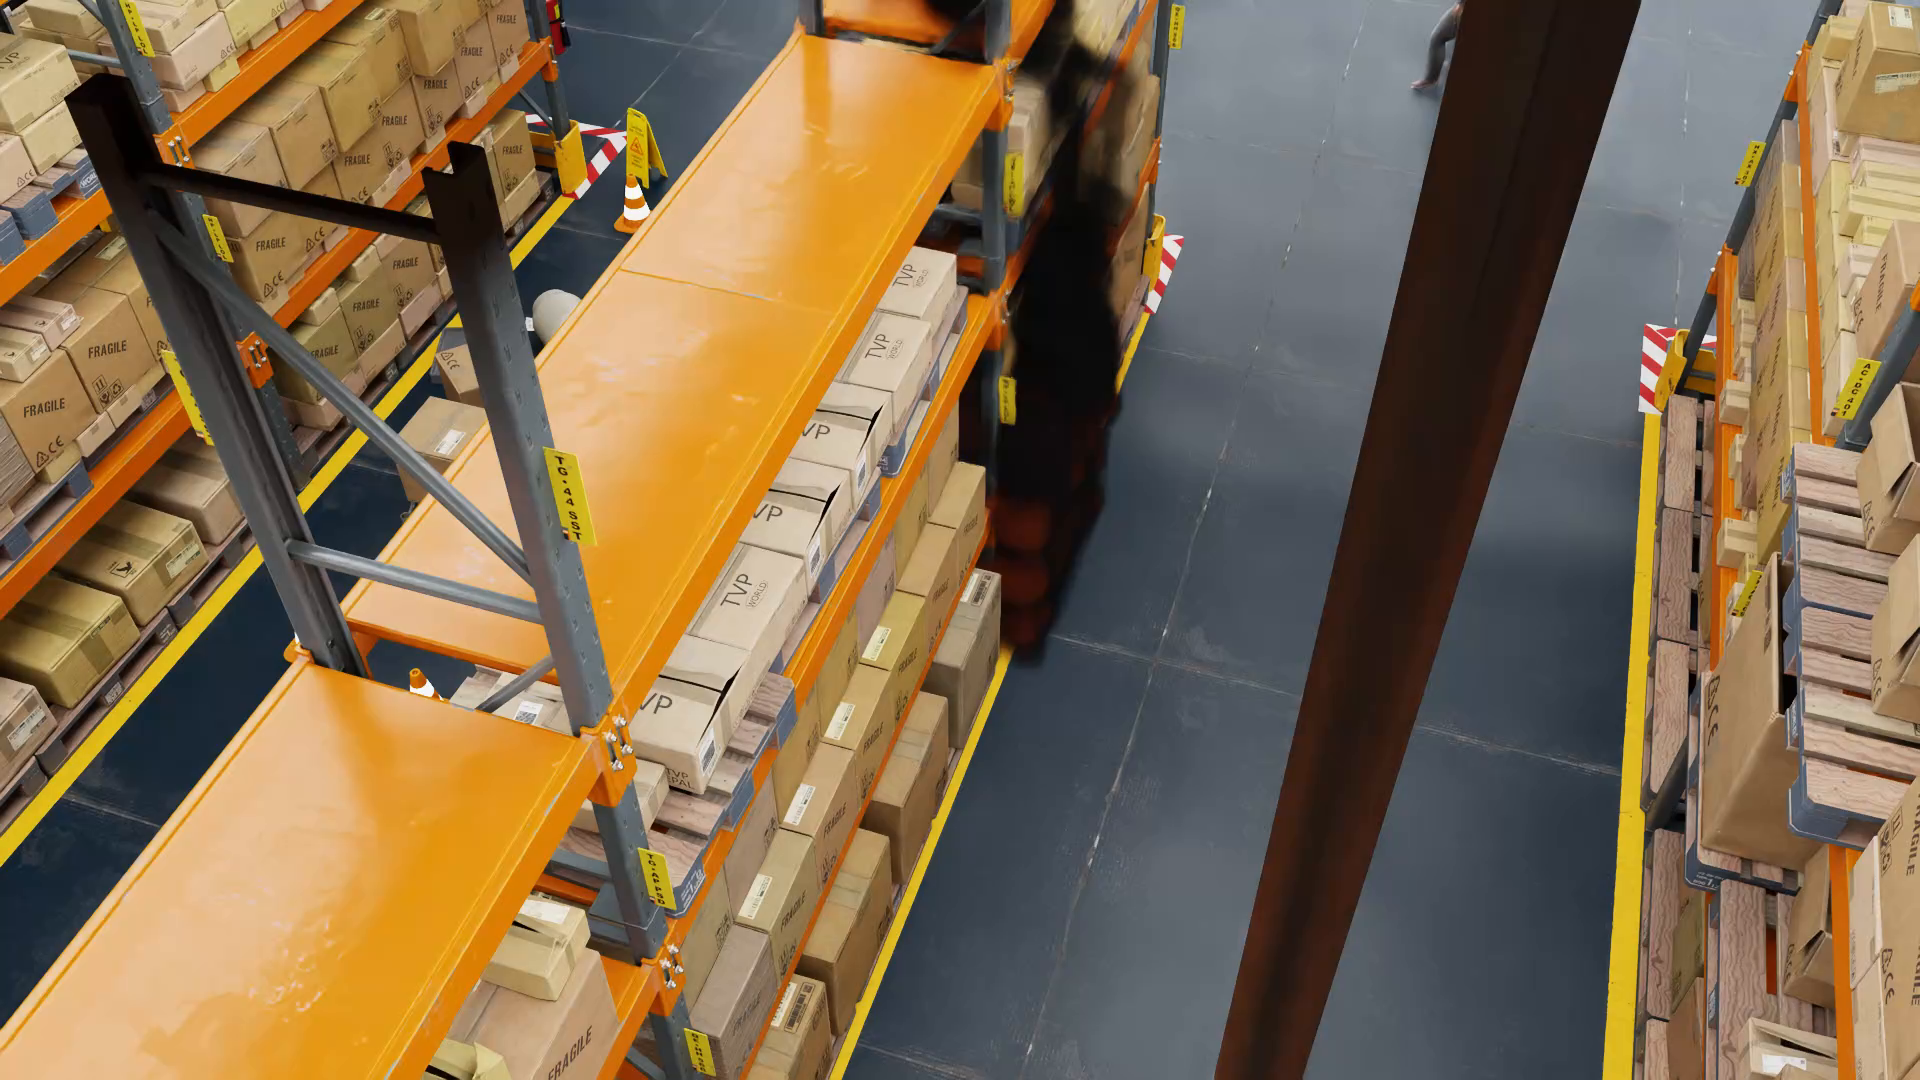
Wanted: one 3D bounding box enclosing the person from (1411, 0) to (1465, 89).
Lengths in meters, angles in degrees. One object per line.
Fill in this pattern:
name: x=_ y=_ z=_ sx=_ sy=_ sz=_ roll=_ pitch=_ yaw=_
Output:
person: x=4.436 y=-4.537 z=14.429 sx=0.581 sy=1.700 sz=0.841 roll=-24 pitch=50 yaw=-21
